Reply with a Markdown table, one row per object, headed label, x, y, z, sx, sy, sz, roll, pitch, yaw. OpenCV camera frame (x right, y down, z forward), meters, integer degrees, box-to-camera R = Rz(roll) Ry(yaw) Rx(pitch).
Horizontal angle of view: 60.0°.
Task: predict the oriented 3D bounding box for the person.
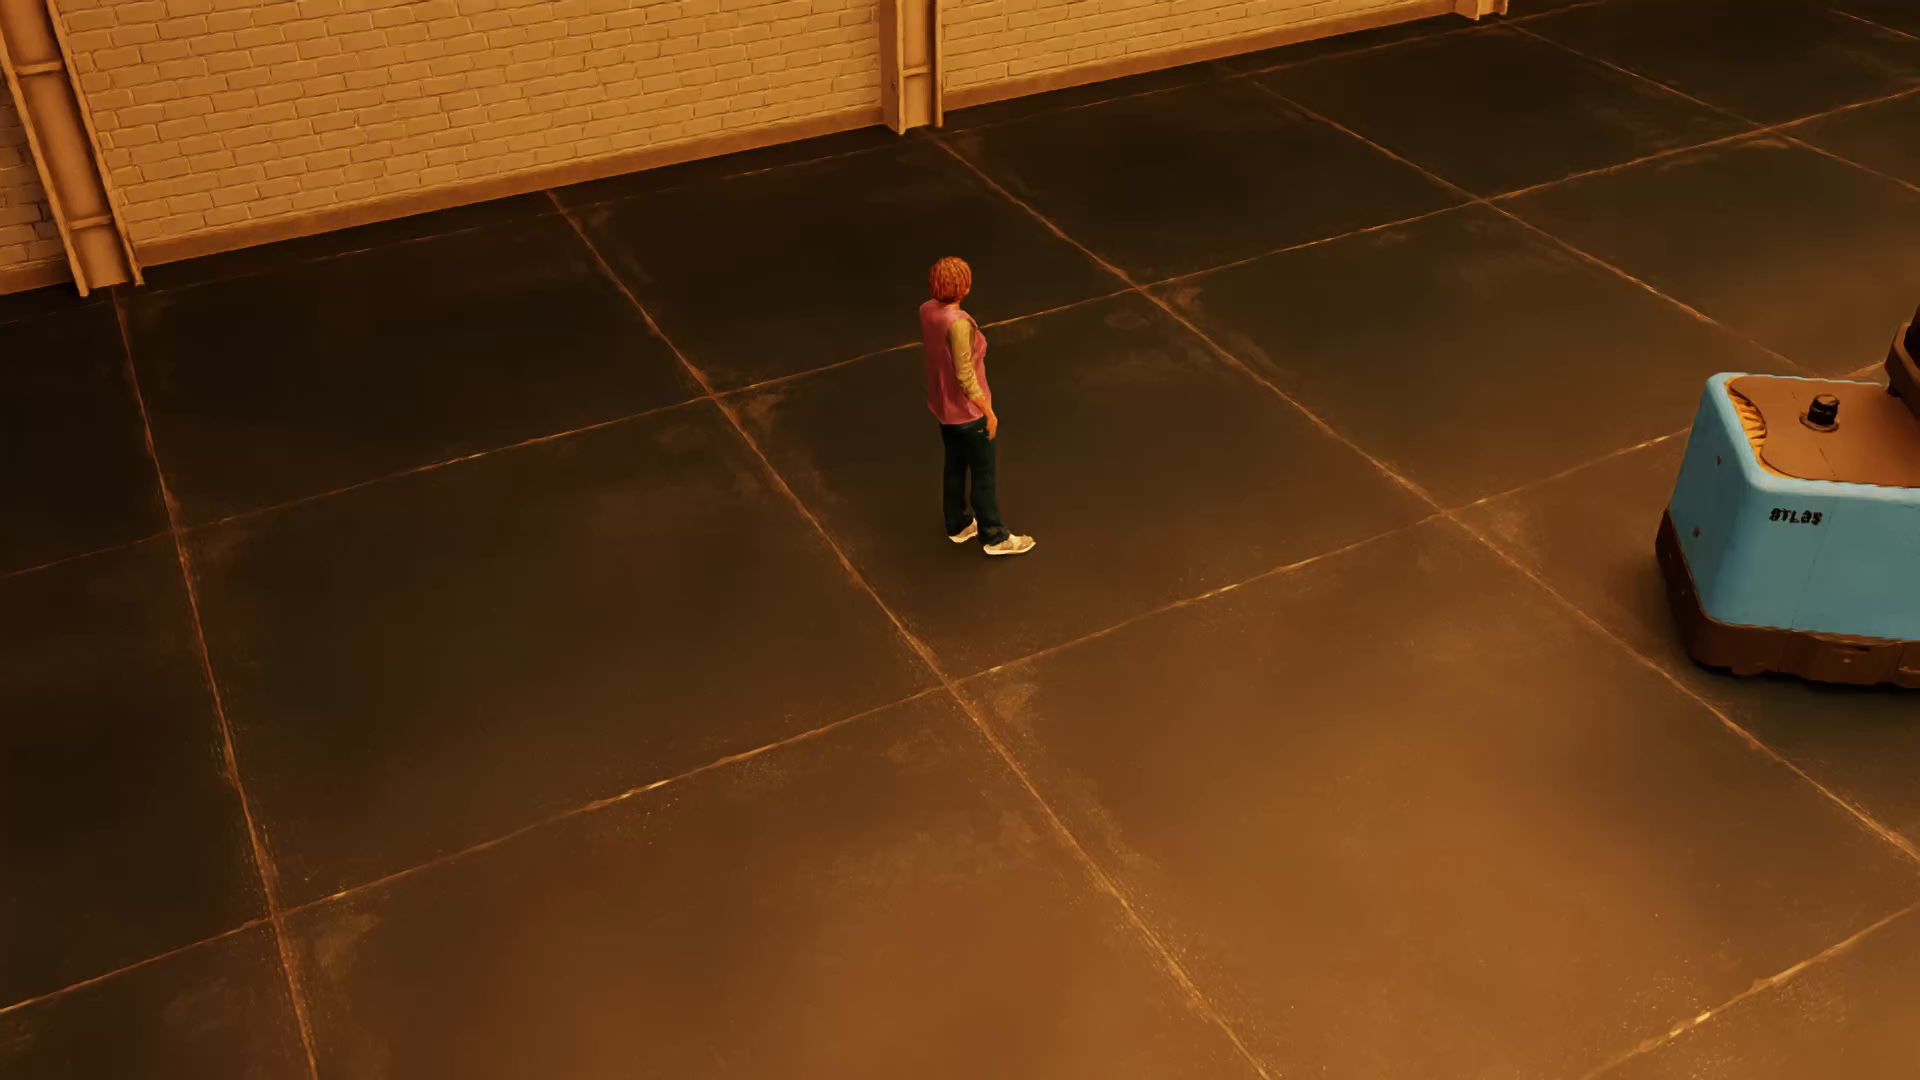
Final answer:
| label | x | y | z | sx | sy | sz | roll | pitch | yaw |
| --- | --- | --- | --- | --- | --- | --- | --- | --- | --- |
| person | 0.072 | -0.669 | 8.217 | 0.474 | 1.593 | 0.520 | -17 | 39 | -23 |

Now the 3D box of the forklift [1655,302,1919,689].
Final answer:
| label | x | y | z | sx | sy | sz | roll | pitch | yaw |
| --- | --- | --- | --- | --- | --- | --- | --- | --- | --- |
| forklift | 4.978 | -0.727 | 7.152 | 3.031 | 2.935 | 1.130 | 5 | 36 | 7 |
